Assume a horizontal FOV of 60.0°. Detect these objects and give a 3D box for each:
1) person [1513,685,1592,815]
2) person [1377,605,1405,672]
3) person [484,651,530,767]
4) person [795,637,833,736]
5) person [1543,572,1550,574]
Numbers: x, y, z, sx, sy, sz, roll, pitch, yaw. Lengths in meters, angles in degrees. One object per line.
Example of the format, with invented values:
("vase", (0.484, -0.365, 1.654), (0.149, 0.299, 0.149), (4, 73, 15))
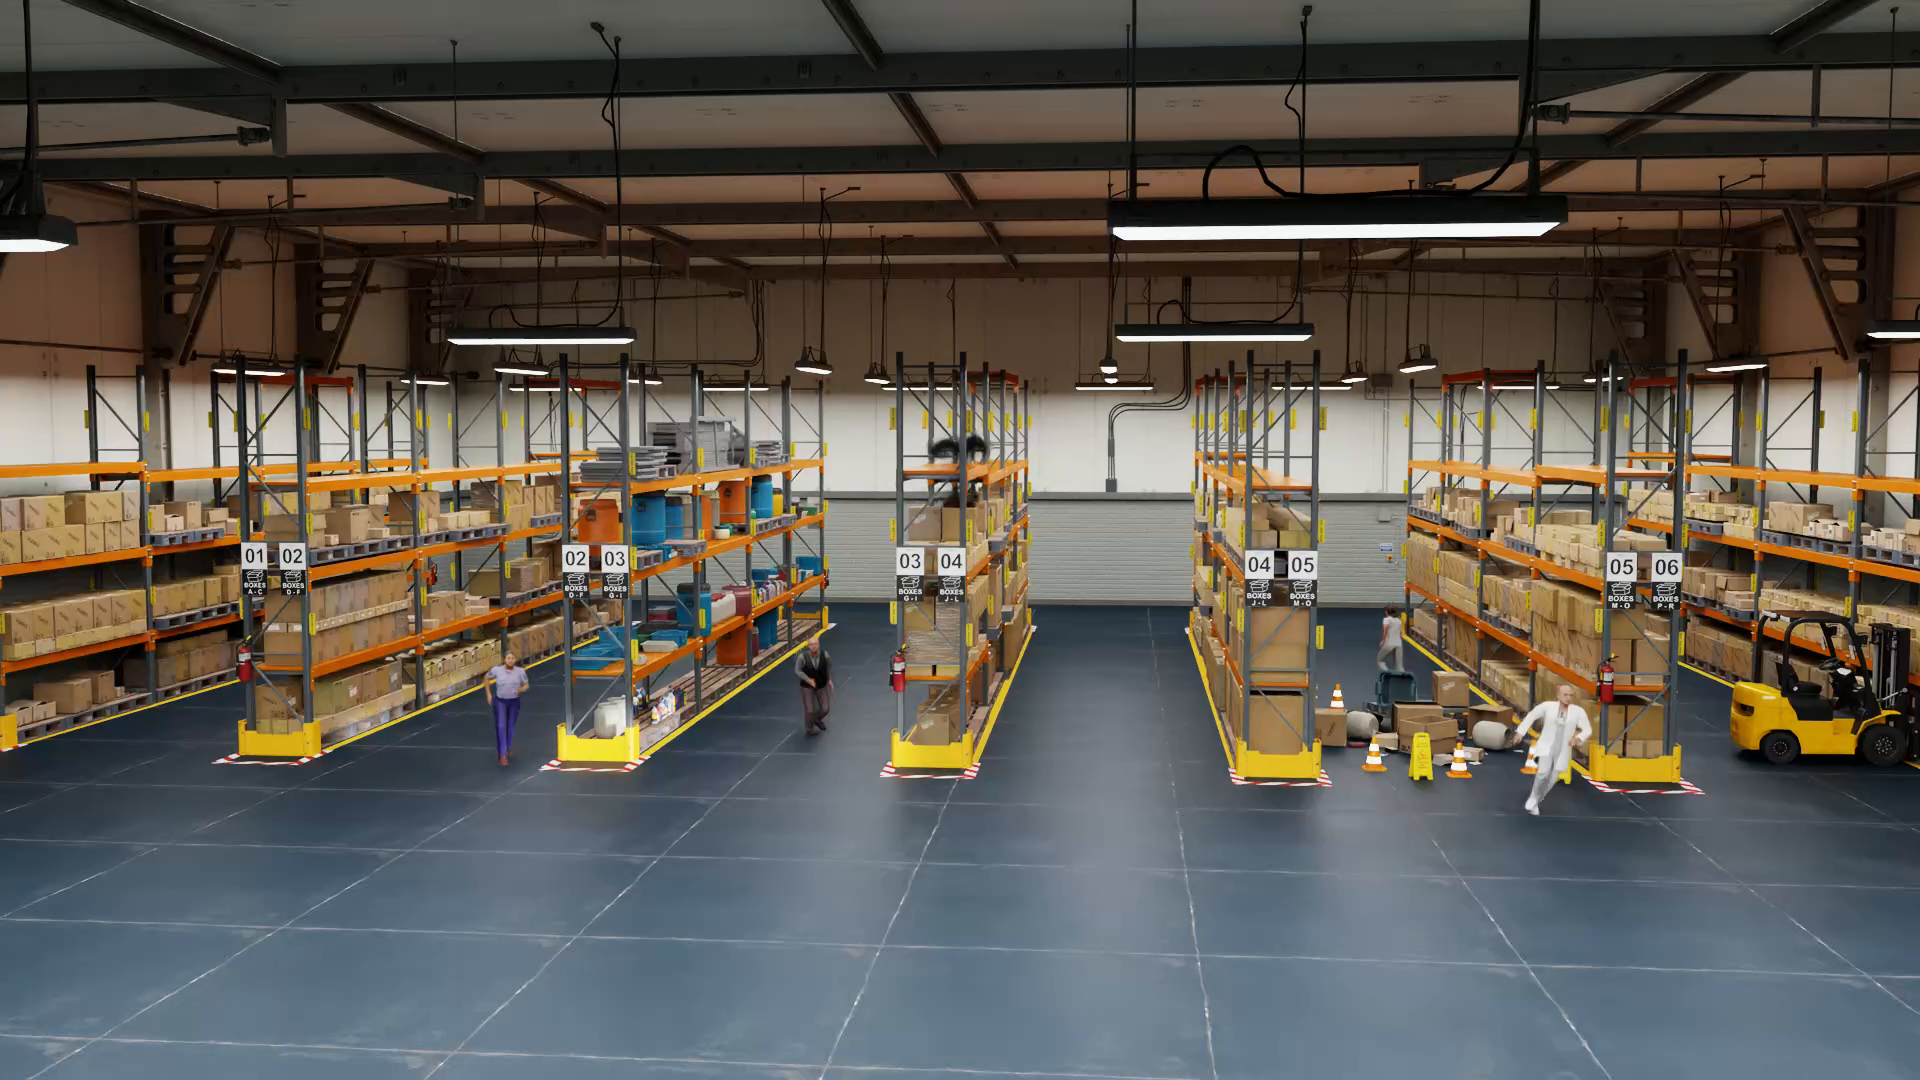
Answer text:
("person", (7.542, 2.731, 21.105), (0.884, 1.585, 0.755), (0, 4, 5))
("person", (8.006, 2.014, 30.821), (0.556, 1.607, 0.923), (-1, 4, -12))
("person", (-6.642, 2.436, 24.427), (0.609, 1.621, 0.879), (-2, 4, -25))
("person", (-2.321, 2.324, 26.410), (0.643, 1.612, 0.762), (-1, 4, -18))
("person", (12.782, 1.562, 35.916), (0.622, 1.749, 0.864), (-1, 4, -12))
